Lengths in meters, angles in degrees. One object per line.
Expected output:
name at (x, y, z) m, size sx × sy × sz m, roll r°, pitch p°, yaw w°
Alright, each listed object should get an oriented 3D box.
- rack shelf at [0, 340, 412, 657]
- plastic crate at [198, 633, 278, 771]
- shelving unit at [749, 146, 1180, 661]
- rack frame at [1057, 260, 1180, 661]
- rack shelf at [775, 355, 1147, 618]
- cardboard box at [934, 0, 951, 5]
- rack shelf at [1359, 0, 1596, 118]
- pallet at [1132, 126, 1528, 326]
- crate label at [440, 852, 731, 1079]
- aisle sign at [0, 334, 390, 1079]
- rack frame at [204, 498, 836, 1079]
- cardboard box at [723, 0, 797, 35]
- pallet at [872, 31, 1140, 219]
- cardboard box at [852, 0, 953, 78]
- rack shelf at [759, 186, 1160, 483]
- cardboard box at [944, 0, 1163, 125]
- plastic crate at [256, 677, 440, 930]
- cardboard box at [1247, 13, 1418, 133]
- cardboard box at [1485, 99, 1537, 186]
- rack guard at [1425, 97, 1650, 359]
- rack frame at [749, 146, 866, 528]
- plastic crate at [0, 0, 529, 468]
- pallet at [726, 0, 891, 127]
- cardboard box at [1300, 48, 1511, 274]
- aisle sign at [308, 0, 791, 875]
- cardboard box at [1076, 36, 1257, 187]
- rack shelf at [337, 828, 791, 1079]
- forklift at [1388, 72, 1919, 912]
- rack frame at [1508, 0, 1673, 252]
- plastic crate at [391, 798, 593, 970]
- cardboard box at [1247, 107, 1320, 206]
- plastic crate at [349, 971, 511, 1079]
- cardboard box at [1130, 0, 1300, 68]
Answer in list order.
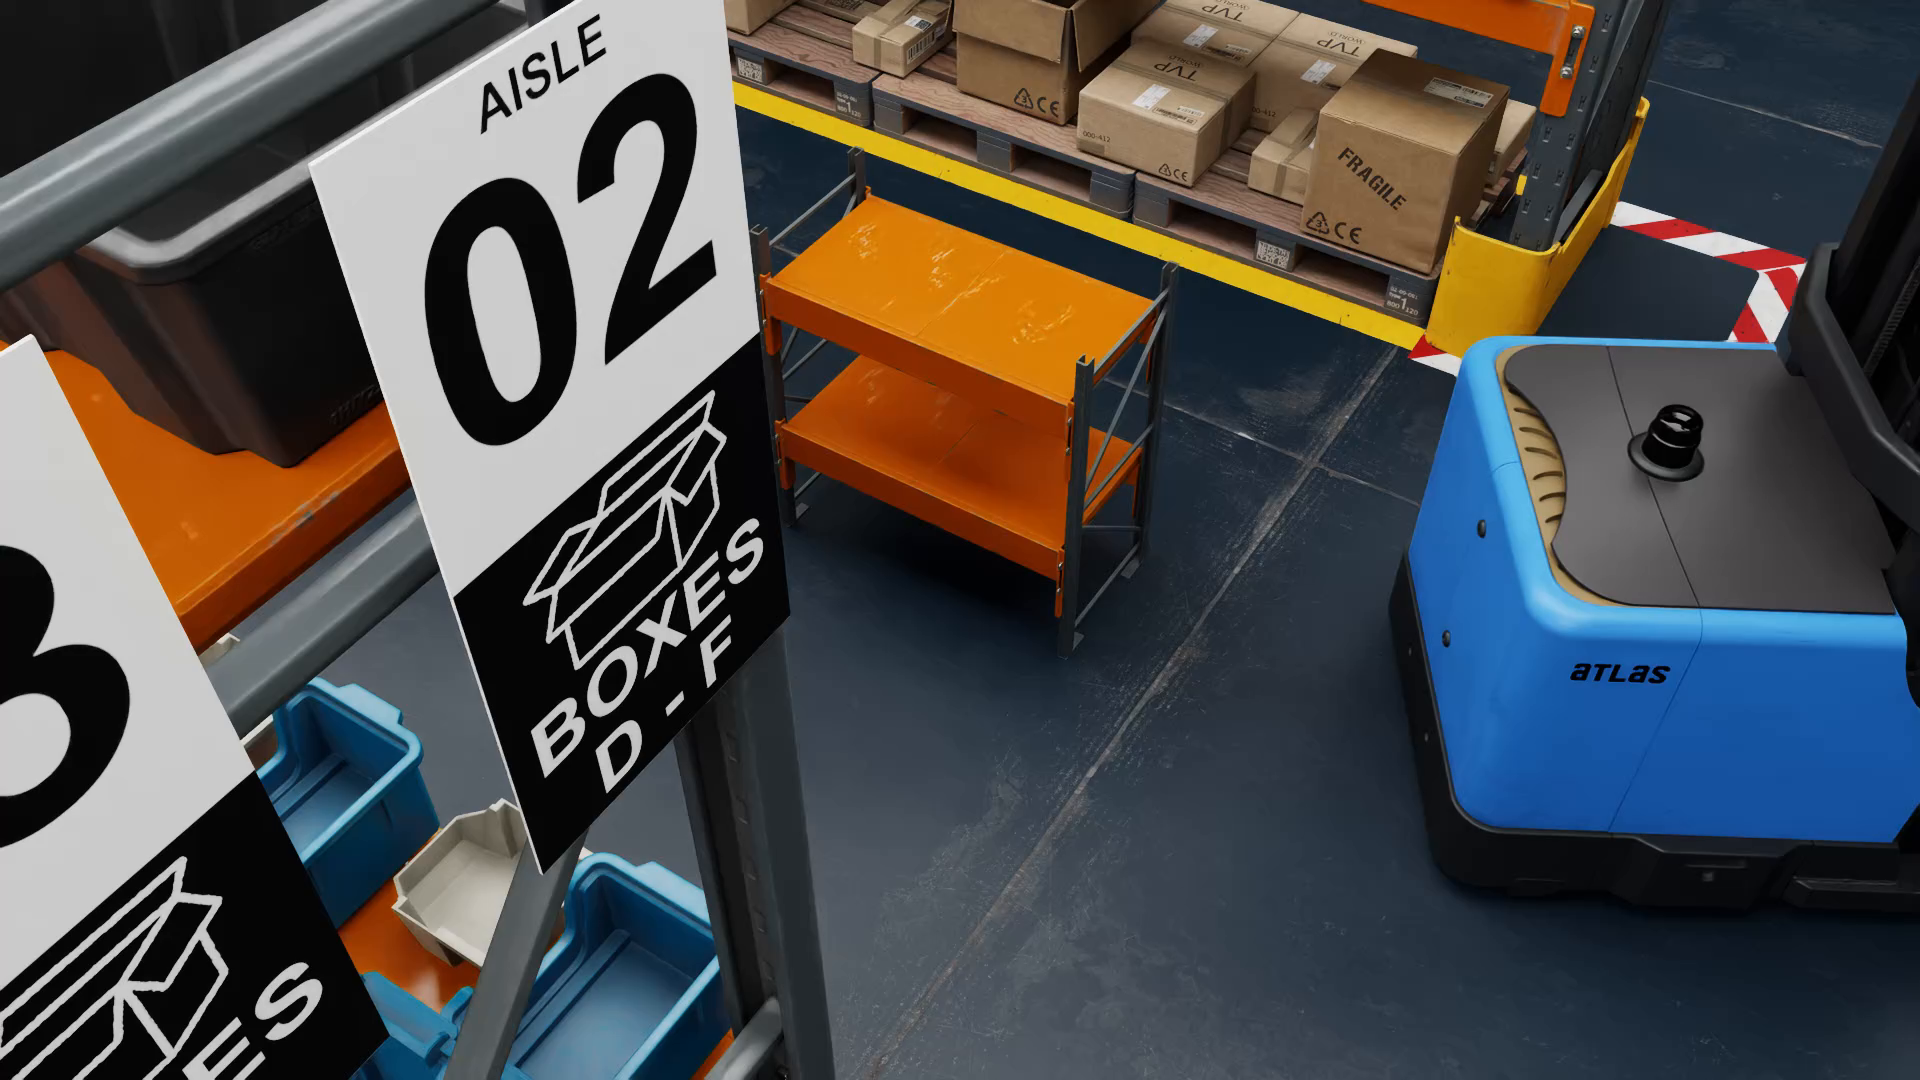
rack shelf at (-2.197, -0.586, 2.138) m, size 4.000 × 0.370 × 1.077 m, roll 25°, pitch 51°, yaw 22°
plastic crate at (-1.340, 0.323, 2.987) m, size 0.298 × 0.136 × 0.250 m, roll 25°, pitch 51°, yaw 22°
shelving unit at (0.006, -0.389, 4.844) m, size 1.048 × 1.125 × 0.538 m, roll 25°, pitch 51°, yaw 22°
rack frame at (0.434, -0.193, 4.653) m, size 0.032 × 1.125 × 0.500 m, roll 25°, pitch 51°, yaw 22°
rack shelf at (0.006, -0.219, 5.019) m, size 1.000 × 0.278 × 0.538 m, roll 25°, pitch 51°, yaw 22°
cardboard box at (0.061, -2.431, 7.089) m, size 0.500 × 0.311 × 0.500 m, roll 25°, pitch 51°, yaw 22°
rack shelf at (0.480, -2.529, 6.118) m, size 4.000 × 0.370 × 1.077 m, roll 25°, pitch 51°, yaw 22°
pallet at (1.428, -1.371, 6.436) m, size 1.213 × 0.211 × 1.003 m, roll 25°, pitch 51°, yaw 22°
crate label at (-0.544, 0.726, 2.528) m, size 0.303 × 0.233 × 0.416 m, roll 25°, pitch 51°, yaw 22°
aisle sign at (-0.611, 0.282, 1.072) m, size 0.004 × 0.787 × 0.394 m, roll 25°, pitch 51°, yaw 22°
rack frame at (-0.514, 0.983, 2.203) m, size 0.127 × 3.000 × 1.000 m, roll 25°, pitch 51°, yaw 22°
cardboard box at (-0.967, -2.478, 7.134) m, size 0.500 × 0.311 × 0.500 m, roll 25°, pitch 51°, yaw 22°
pallet at (0.405, -1.844, 6.895) m, size 1.213 × 0.211 × 1.003 m, roll 25°, pitch 51°, yaw 22°
cardboard box at (-0.233, -2.098, 6.866) m, size 0.250 × 0.166 × 0.380 m, roll 25°, pitch 51°, yaw 22°
rack shelf at (0.006, -0.593, 4.634) m, size 1.000 × 0.278 × 0.538 m, roll 25°, pitch 51°, yaw 22°
cardboard box at (0.381, -2.114, 6.646) m, size 0.637 × 0.503 × 0.797 m, roll 25°, pitch 51°, yaw 22°
plastic crate at (-1.098, 0.471, 2.775) m, size 0.300 × 0.233 × 0.416 m, roll 25°, pitch 51°, yaw 22°
cardboard box at (1.438, -1.776, 6.495) m, size 0.500 × 0.250 × 0.500 m, roll 25°, pitch 51°, yaw 22°
cardboard box at (1.997, -1.535, 6.331) m, size 0.250 × 0.149 × 0.380 m, roll 25°, pitch 51°, yaw 22°
rack guard at (2.100, -1.164, 6.033) m, size 0.348 × 0.500 × 1.175 m, roll 25°, pitch 51°, yaw 22°
rack frame at (-0.422, -0.586, 5.035) m, size 0.032 × 1.125 × 0.500 m, roll 25°, pitch 51°, yaw 22°
plastic crate at (-0.687, -0.334, 1.483) m, size 0.590 × 0.269 × 0.497 m, roll 25°, pitch 51°, yaw 22°
pallet at (-0.626, -2.316, 7.354) m, size 1.213 × 0.211 × 1.003 m, roll 25°, pitch 51°, yaw 22°
cardboard box at (1.573, -1.350, 5.906) m, size 0.500 × 0.500 × 0.500 m, roll 25°, pitch 51°, yaw 22°
aisle sign at (-0.293, -0.074, 1.418) m, size 0.004 × 0.787 × 0.394 m, roll 25°, pitch 51°, yaw 22°
cardboard box at (0.790, -1.649, 6.371) m, size 0.500 × 0.250 × 0.500 m, roll 25°, pitch 51°, yaw 22°
rack shelf at (-2.197, 0.459, 3.214) m, size 4.000 × 0.370 × 1.077 m, roll 25°, pitch 51°, yaw 22°
forklift at (2.769, -0.410, 3.605) m, size 3.031 × 2.935 × 1.130 m, roll 2°, pitch 46°, yaw 2°
rack frame at (2.164, -2.006, 5.108) m, size 0.127 × 3.000 × 1.000 m, roll 25°, pitch 51°, yaw 22°
plastic crate at (-0.769, 0.585, 2.732) m, size 0.298 × 0.136 × 0.250 m, roll 25°, pitch 51°, yaw 22°
cardboard box at (1.281, -1.445, 6.231) m, size 0.250 × 0.166 × 0.380 m, roll 25°, pitch 51°, yaw 22°
plastic crate at (-0.896, 0.933, 2.185) m, size 0.499 × 0.435 × 0.616 m, roll 25°, pitch 51°, yaw 22°
cardboard box at (1.017, -1.970, 6.683) m, size 0.500 × 0.250 × 0.500 m, roll 25°, pitch 51°, yaw 22°
